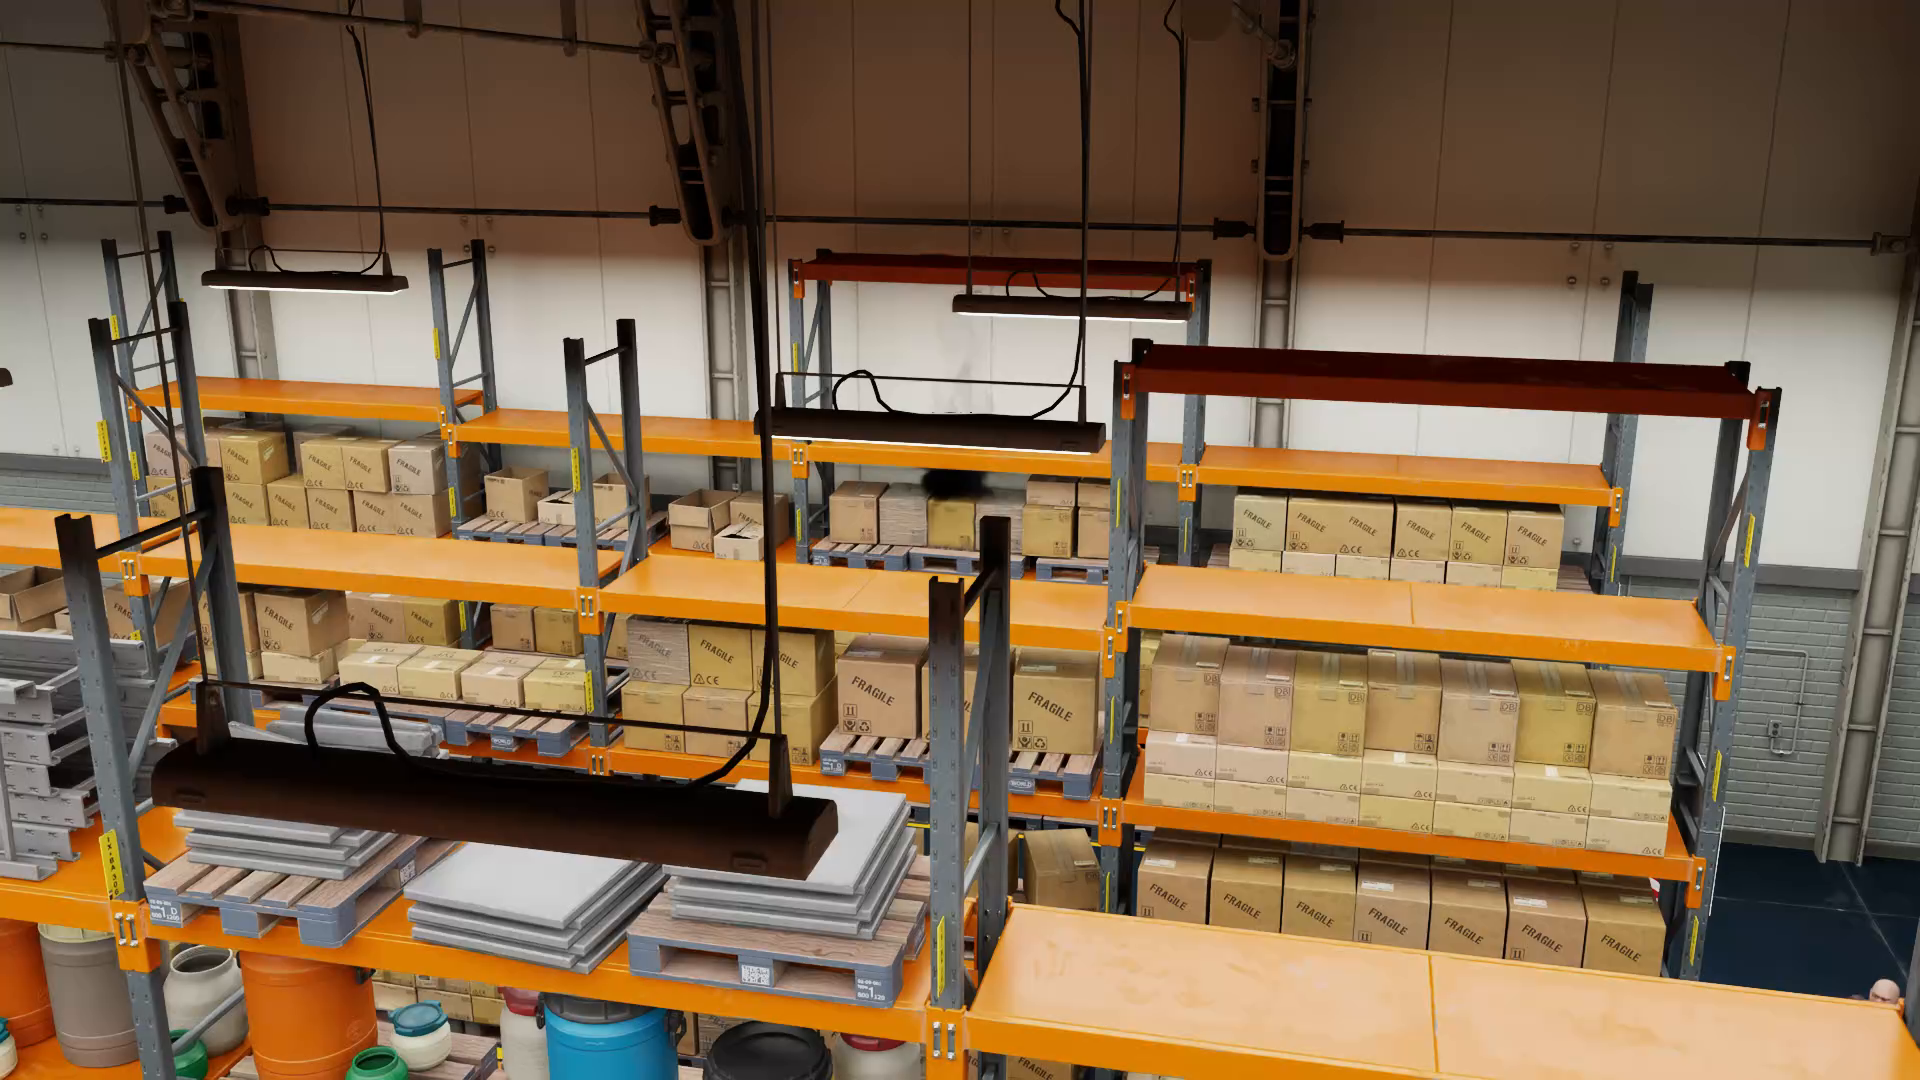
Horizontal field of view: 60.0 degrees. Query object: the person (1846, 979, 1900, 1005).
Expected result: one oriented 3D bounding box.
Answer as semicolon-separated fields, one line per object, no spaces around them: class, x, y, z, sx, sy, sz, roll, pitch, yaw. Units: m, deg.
person;6.500;3.925;11.827;0.667;1.817;1.166;14;21;40
